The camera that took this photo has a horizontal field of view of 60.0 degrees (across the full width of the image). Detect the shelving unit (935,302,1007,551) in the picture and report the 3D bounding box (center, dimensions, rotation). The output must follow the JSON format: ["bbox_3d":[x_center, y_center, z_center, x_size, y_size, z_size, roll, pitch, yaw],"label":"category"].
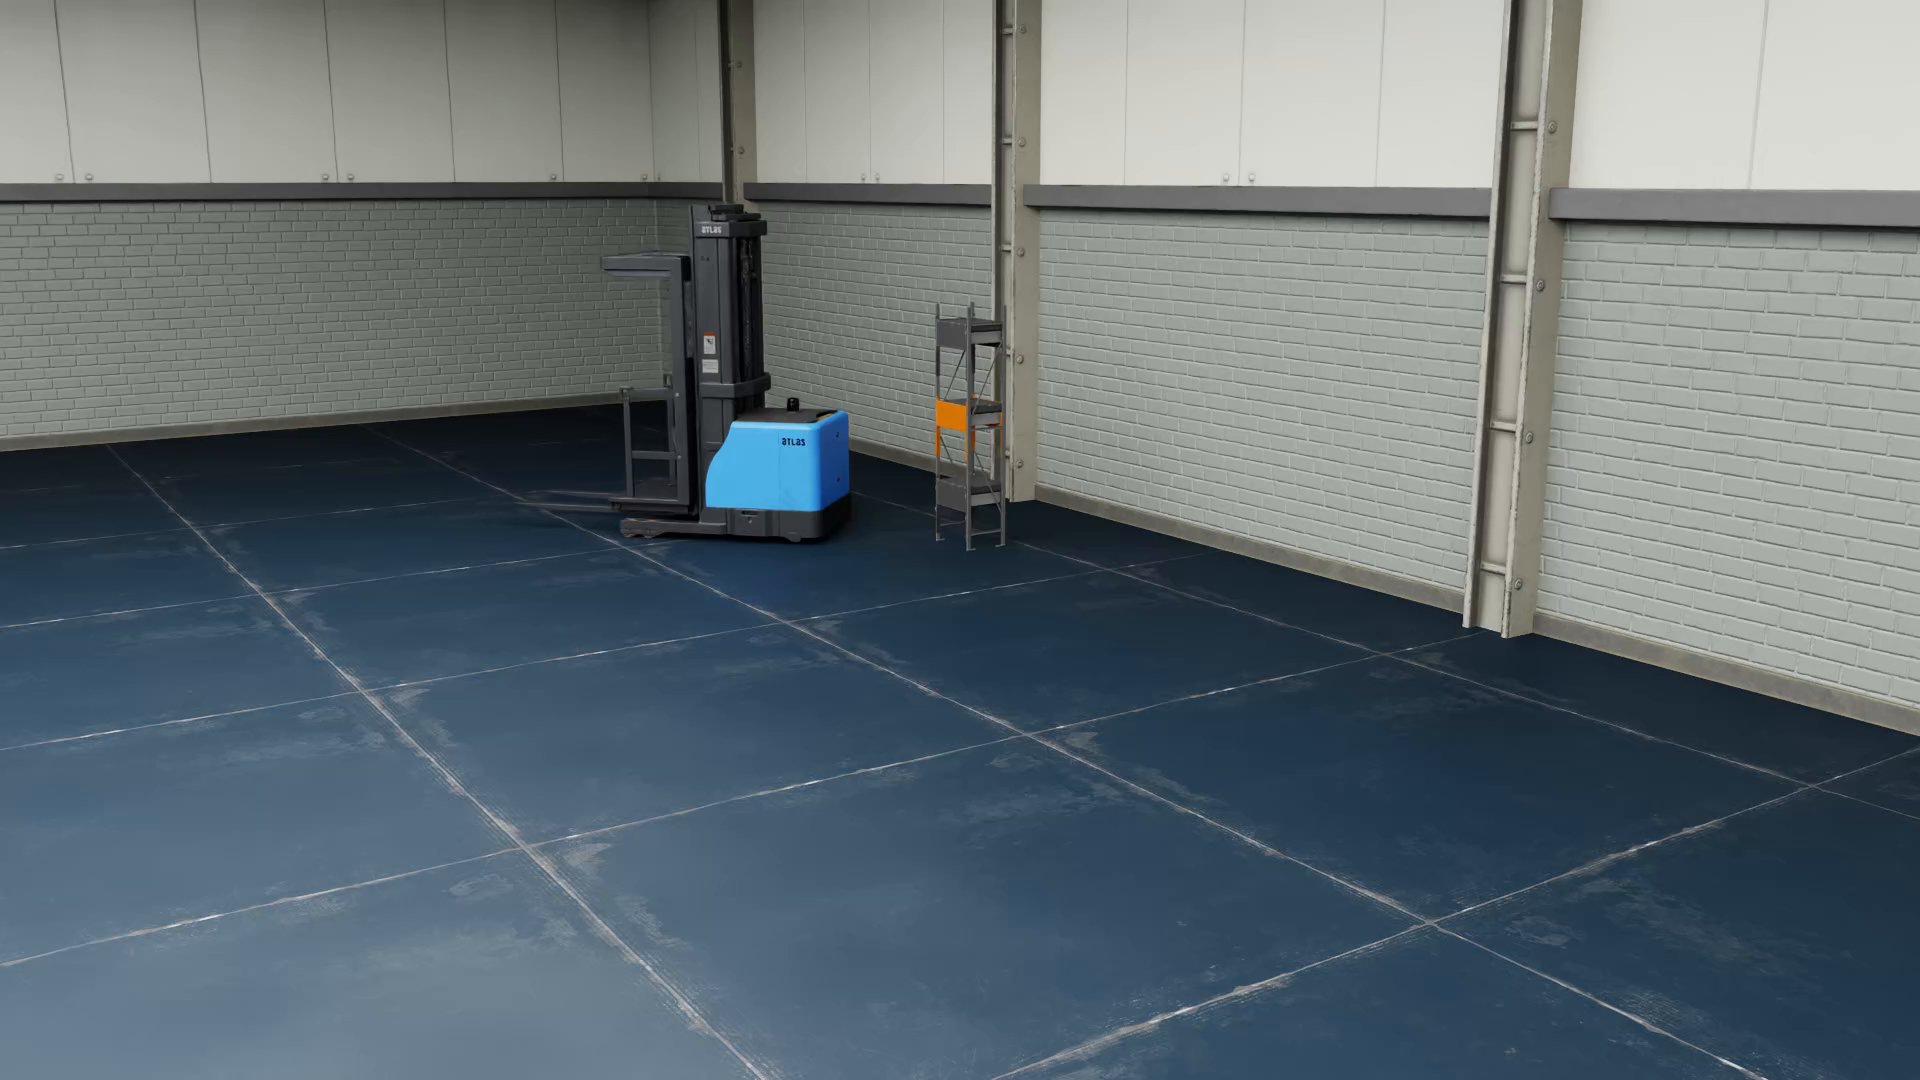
[{"bbox_3d":[0.092,-0.996,14.503,0.431,2.100,0.503,-8,15,-33],"label":"shelving unit"}]

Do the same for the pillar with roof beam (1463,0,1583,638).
[{"bbox_3d":[0.282,-3.248,8.650,9.100,9.000,0.400,-8,15,-33],"label":"pillar with roof beam"}]

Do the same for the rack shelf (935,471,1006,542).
[{"bbox_3d":[0.092,-0.299,14.655,0.431,0.518,0.480,-8,15,-33],"label":"rack shelf"}]

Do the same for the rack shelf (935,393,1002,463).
[{"bbox_3d":[0.092,-0.983,14.506,0.431,0.518,0.480,-8,15,-33],"label":"rack shelf"}]

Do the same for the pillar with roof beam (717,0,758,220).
[{"bbox_3d":[-6.367,-5.382,18.409,9.100,9.000,0.400,-8,15,-33],"label":"pillar with roof beam"}]

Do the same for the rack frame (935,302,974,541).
[{"bbox_3d":[-0.043,-1.040,14.701,0.400,2.100,0.015,-8,15,-33],"label":"rack frame"}]

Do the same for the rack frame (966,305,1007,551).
[{"bbox_3d":[0.227,-0.953,14.304,0.400,2.100,0.015,-8,15,-33],"label":"rack frame"}]

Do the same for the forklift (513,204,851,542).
[{"bbox_3d":[-2.586,-1.553,15.103,3.031,2.935,1.130,3,13,12],"label":"forklift"}]

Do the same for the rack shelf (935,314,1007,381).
[{"bbox_3d":[0.092,-1.667,14.356,0.431,0.518,0.480,-8,15,-33],"label":"rack shelf"}]

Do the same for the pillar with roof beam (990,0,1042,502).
[{"bbox_3d":[-3.042,-4.315,13.529,9.100,9.000,0.400,-8,15,-33],"label":"pillar with roof beam"}]
